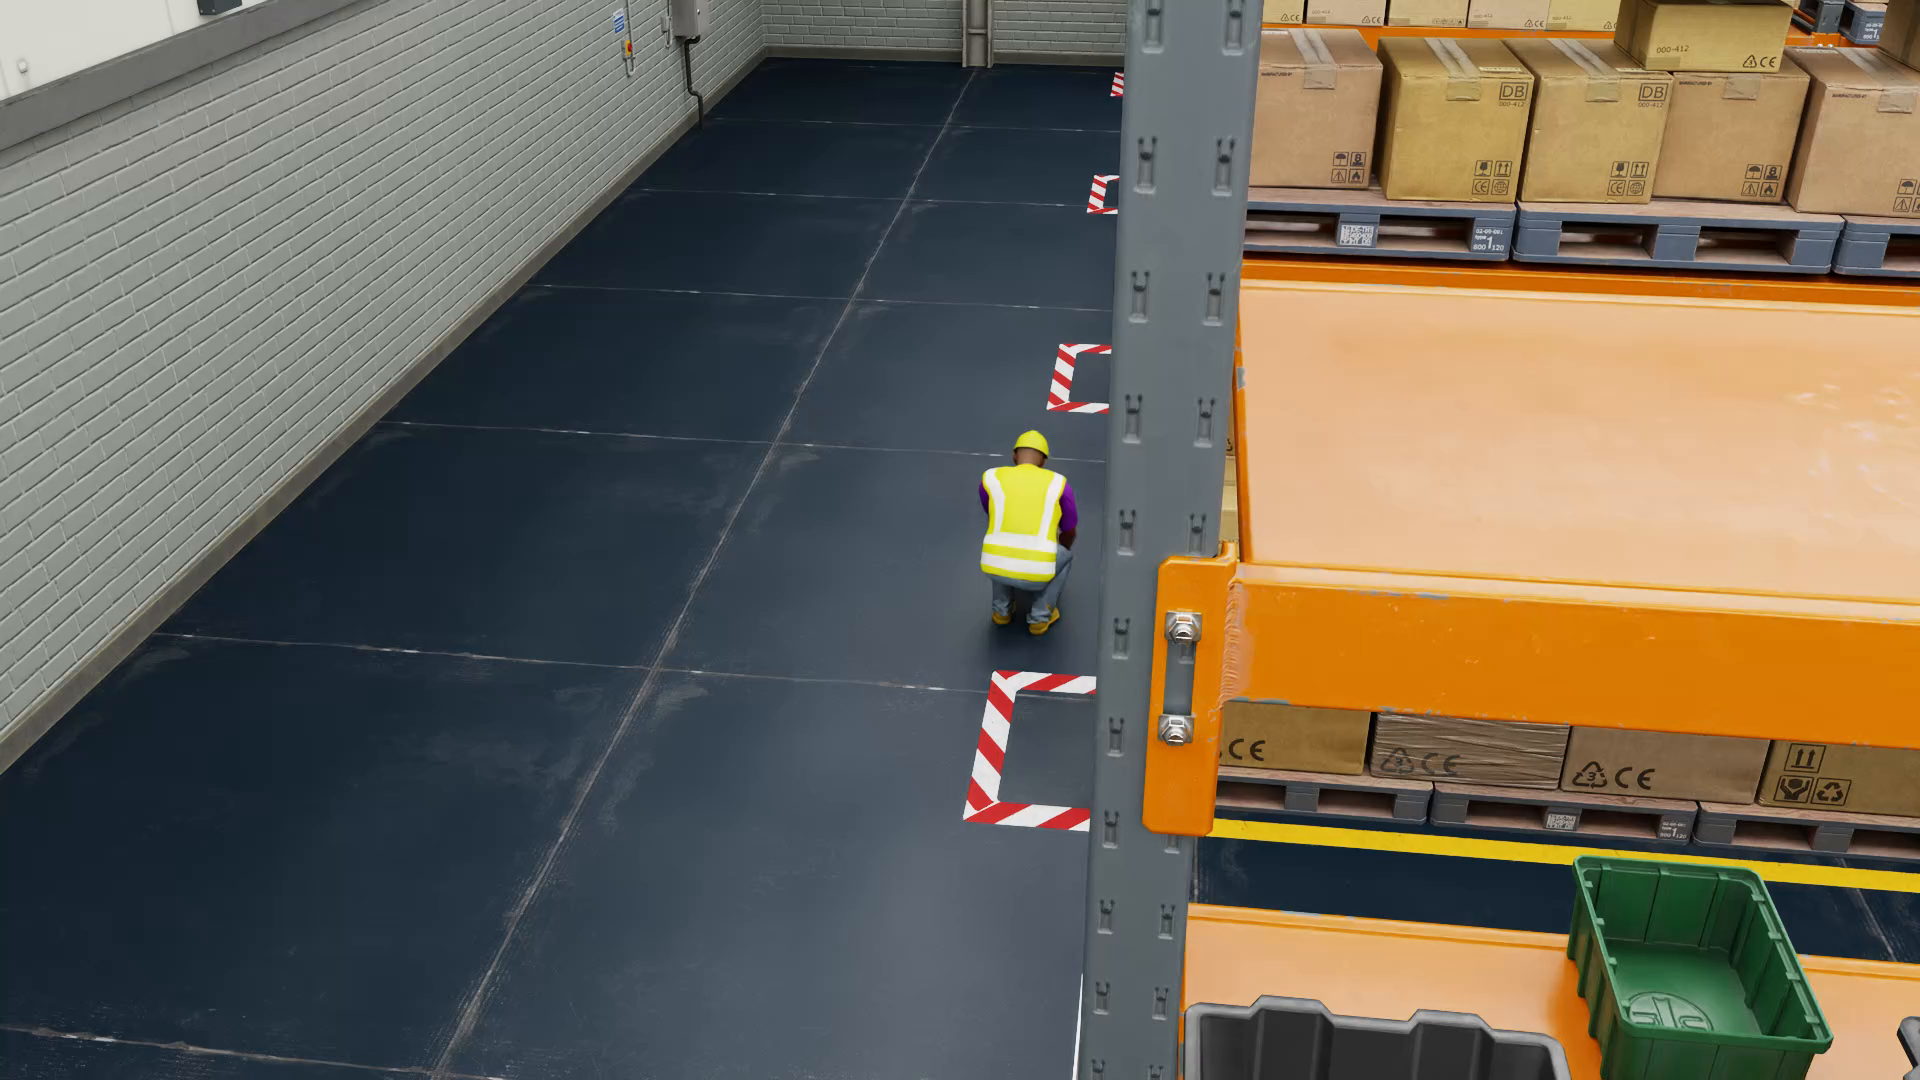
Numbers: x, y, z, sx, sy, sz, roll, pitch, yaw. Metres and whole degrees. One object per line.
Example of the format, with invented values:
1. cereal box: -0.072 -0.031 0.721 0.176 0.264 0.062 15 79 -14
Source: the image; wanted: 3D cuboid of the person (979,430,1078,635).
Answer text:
1. person: 0.366 -0.037 9.564 0.564 1.036 0.827 8 29 15
